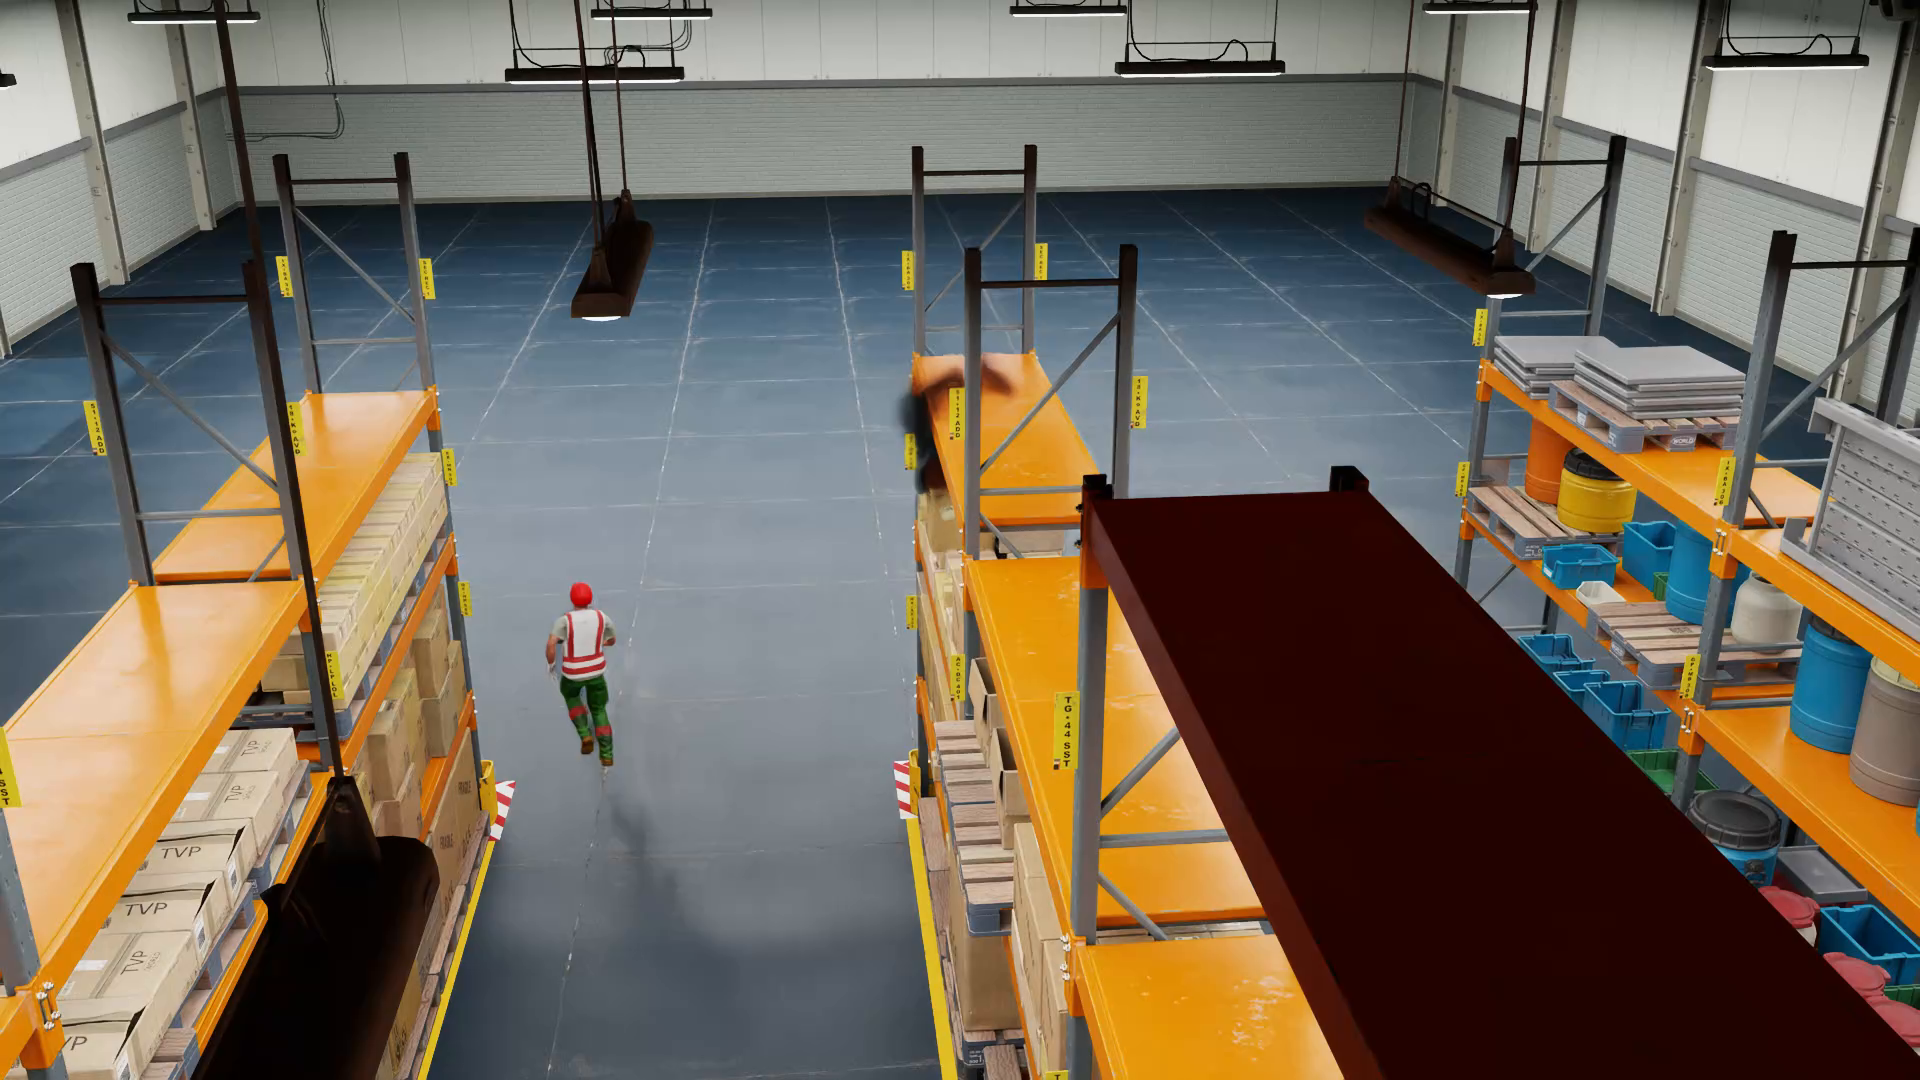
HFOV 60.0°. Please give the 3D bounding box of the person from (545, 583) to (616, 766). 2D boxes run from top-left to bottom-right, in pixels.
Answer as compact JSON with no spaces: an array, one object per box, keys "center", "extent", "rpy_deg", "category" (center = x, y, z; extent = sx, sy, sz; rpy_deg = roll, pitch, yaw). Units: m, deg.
[{"center":[-3.522,1.217,15.492],"extent":[0.683,1.750,0.782],"rpy_deg":[-9,23,-21],"category":"person"}]
